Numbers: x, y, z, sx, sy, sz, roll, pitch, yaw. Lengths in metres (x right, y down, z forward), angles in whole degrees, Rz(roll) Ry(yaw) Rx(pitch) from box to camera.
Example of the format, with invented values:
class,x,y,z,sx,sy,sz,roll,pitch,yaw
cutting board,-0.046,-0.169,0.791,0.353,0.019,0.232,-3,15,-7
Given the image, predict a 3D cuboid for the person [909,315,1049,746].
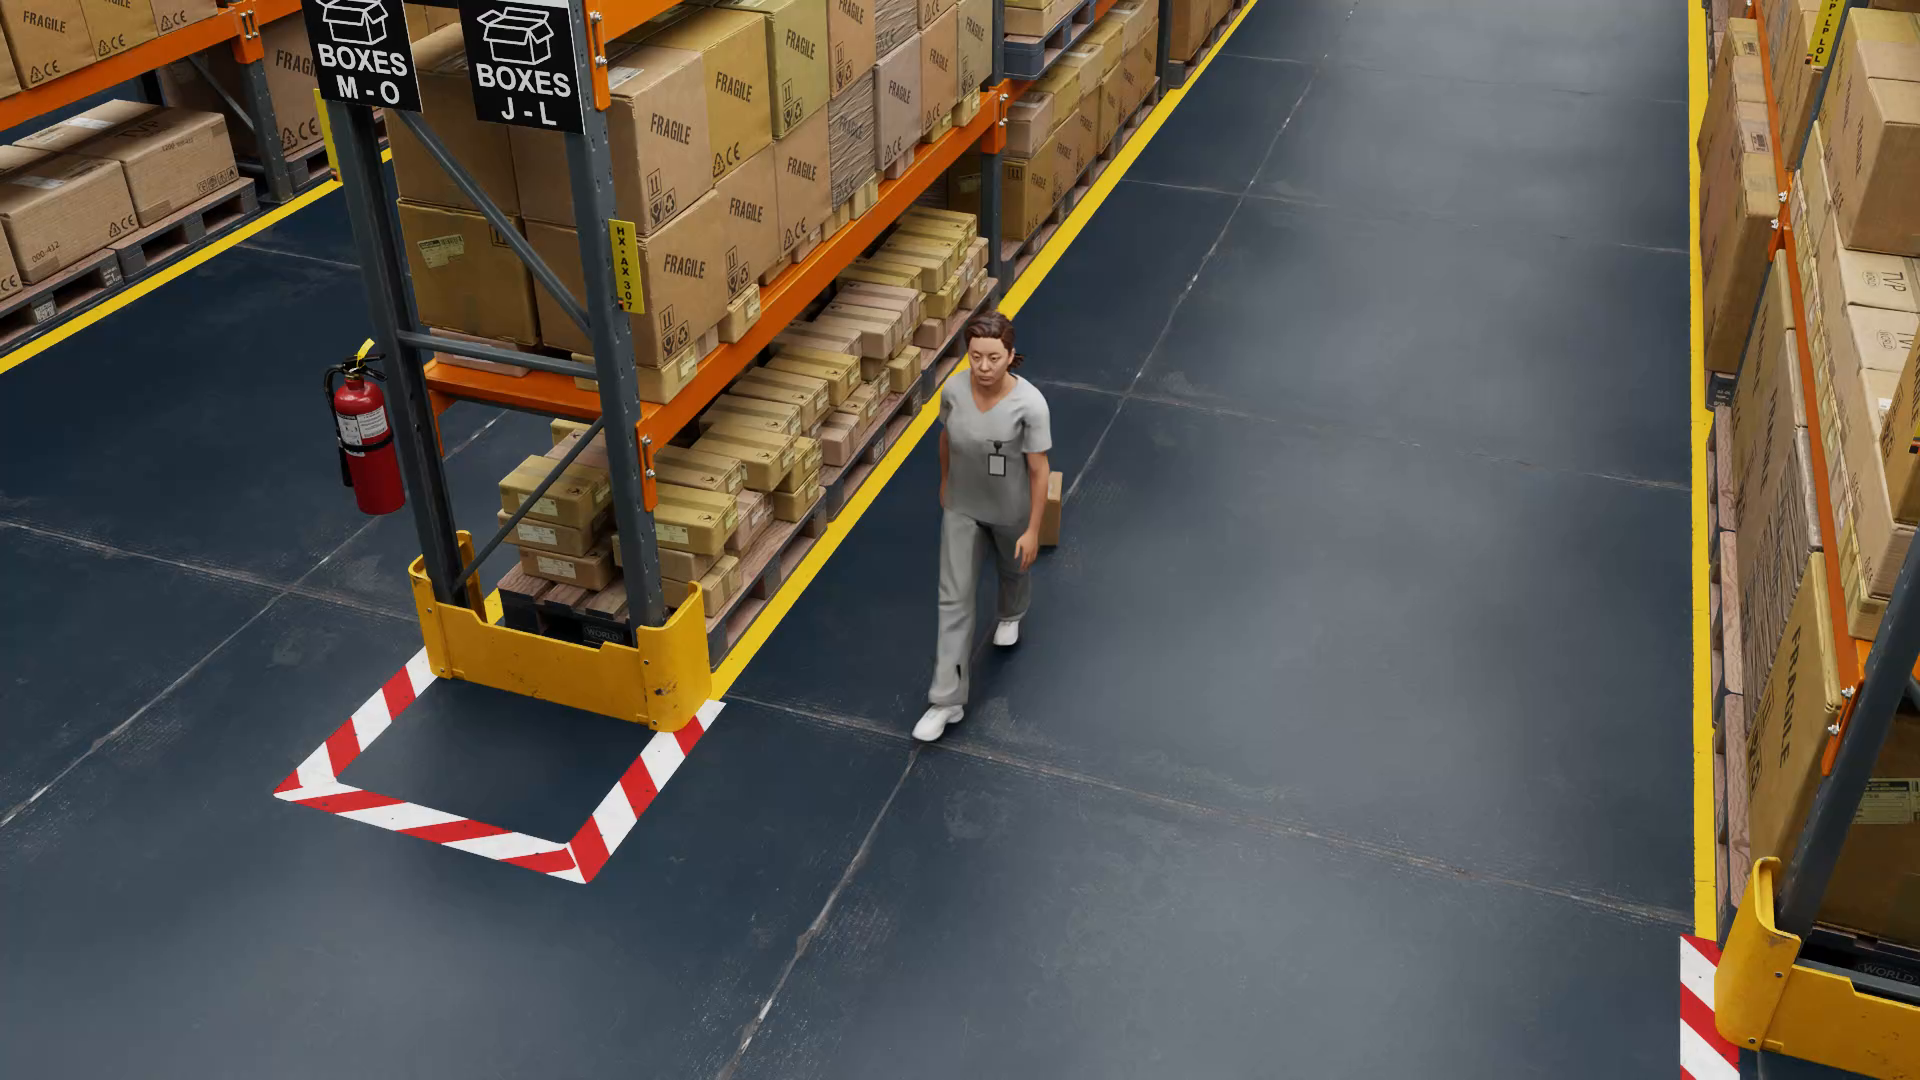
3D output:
class,x,y,z,sx,sy,sz,roll,pitch,yaw
person,0.092,-0.087,6.267,0.471,1.599,1.052,8,34,12
